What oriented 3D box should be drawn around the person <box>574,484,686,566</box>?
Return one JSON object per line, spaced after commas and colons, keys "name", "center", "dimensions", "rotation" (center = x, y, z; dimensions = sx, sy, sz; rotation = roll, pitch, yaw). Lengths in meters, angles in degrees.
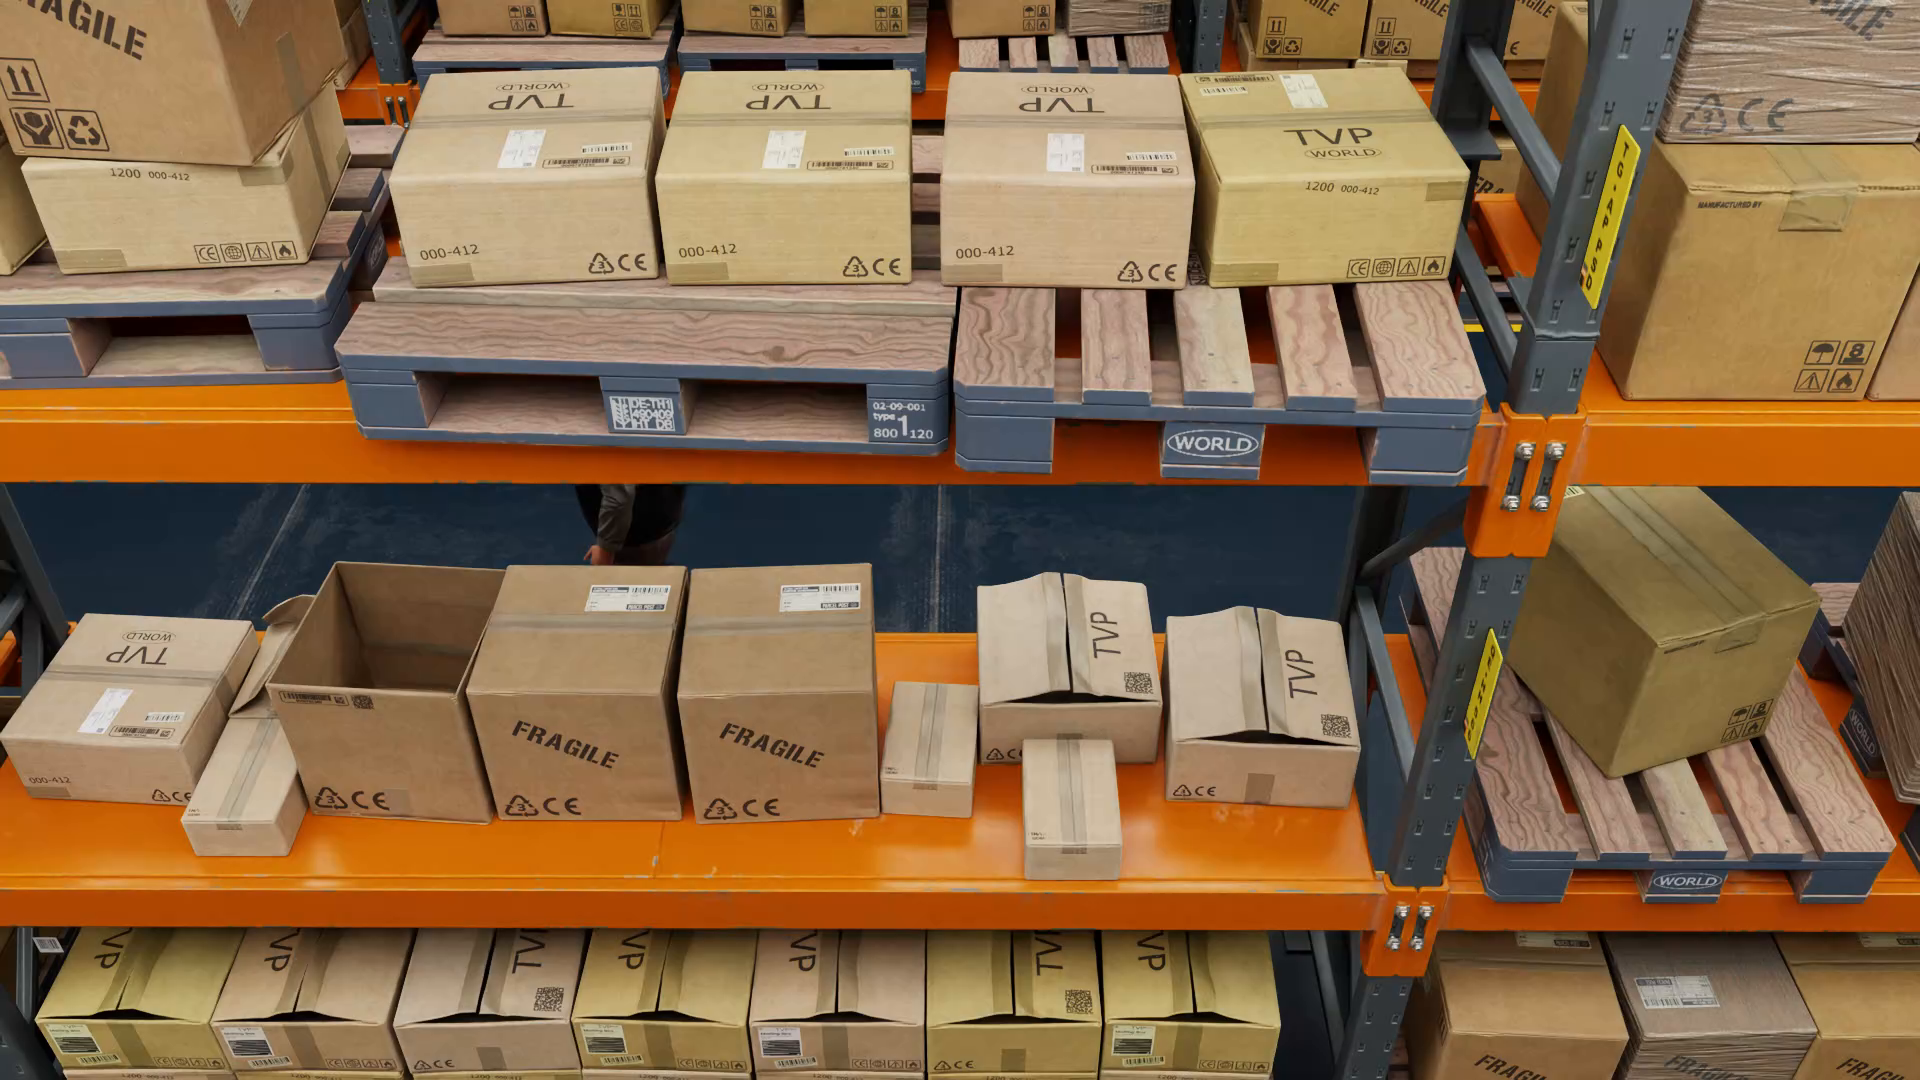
{"name": "person", "center": [-1.153, -0.081, 6.270], "dimensions": [0.527, 1.708, 0.602], "rotation": [3, 39, 3]}
